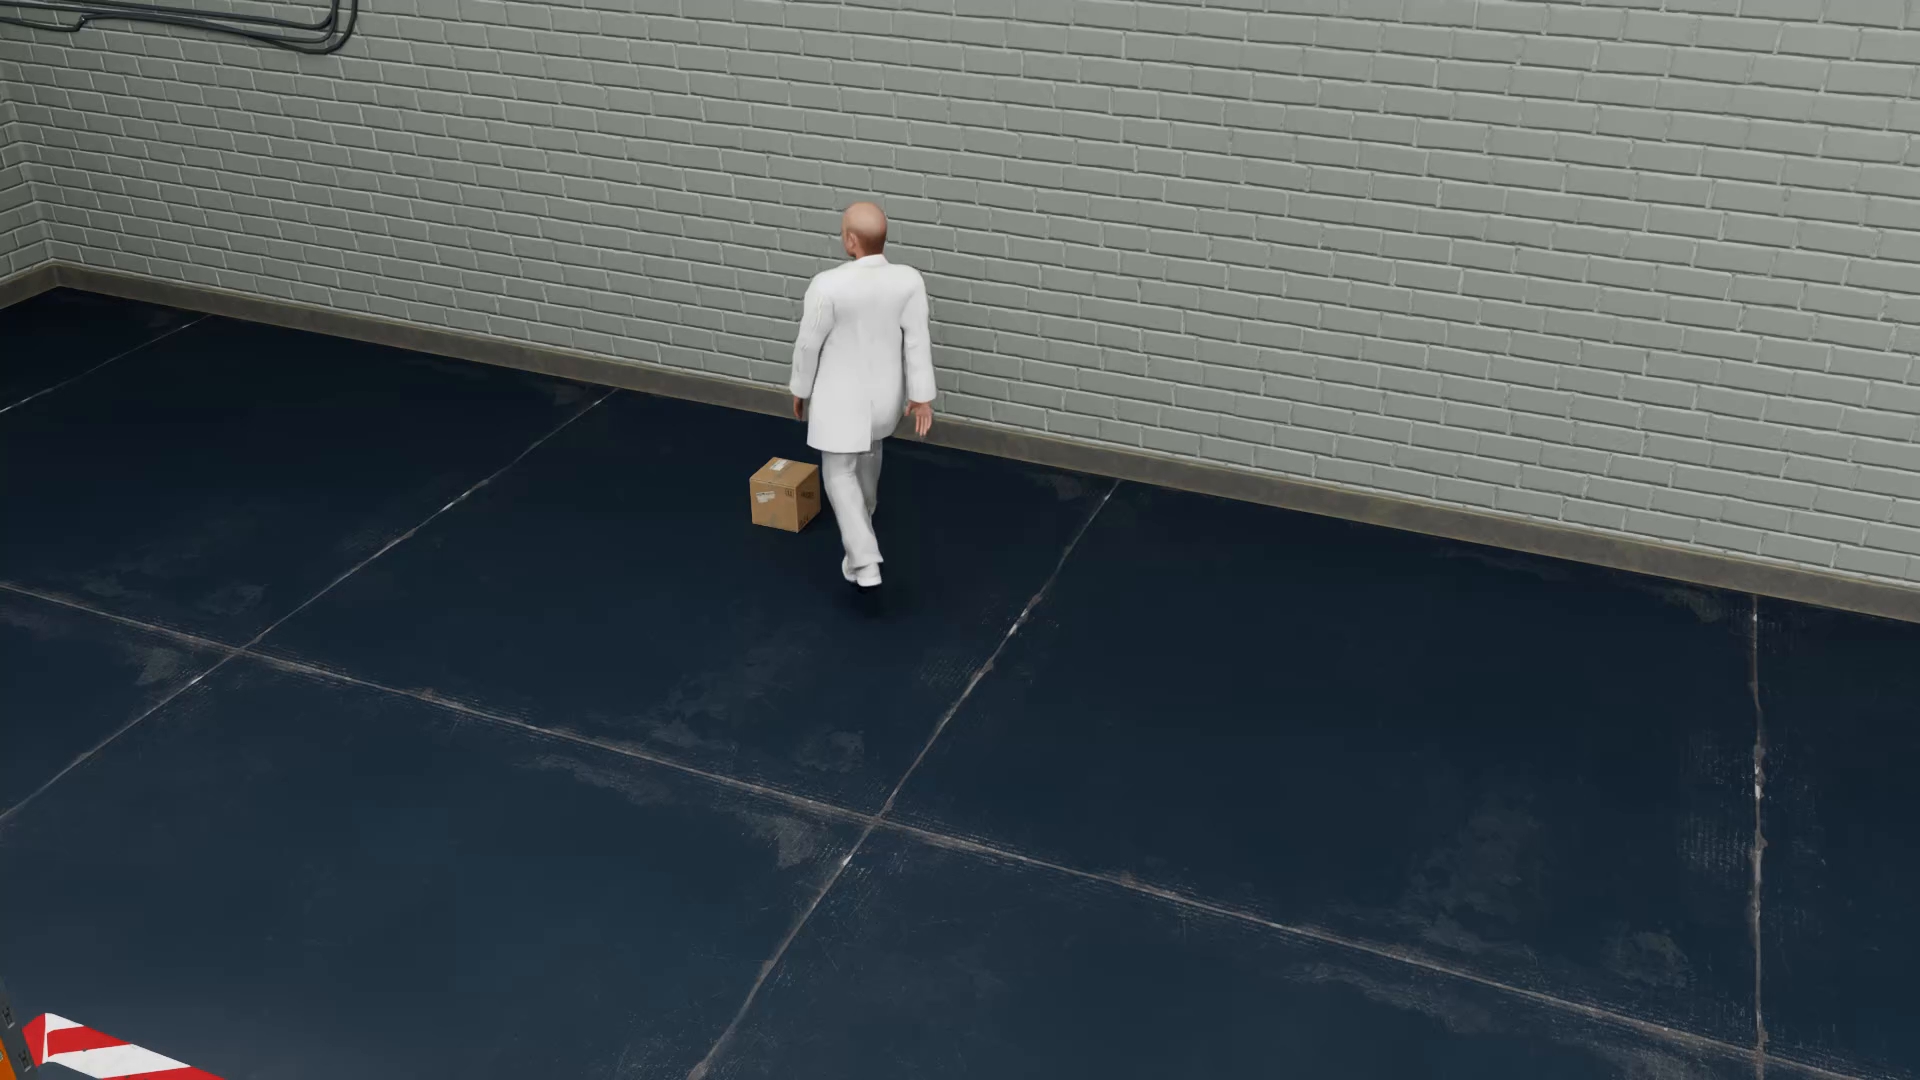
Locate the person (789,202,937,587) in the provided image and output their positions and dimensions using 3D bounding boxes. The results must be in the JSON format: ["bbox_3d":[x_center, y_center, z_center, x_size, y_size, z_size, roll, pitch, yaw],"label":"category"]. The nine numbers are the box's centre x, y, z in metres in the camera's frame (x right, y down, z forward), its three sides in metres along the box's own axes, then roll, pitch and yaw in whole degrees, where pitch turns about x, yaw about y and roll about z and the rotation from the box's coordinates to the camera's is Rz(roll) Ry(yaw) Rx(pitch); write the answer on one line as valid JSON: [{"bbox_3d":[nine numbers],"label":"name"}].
[{"bbox_3d":[-0.468,-0.701,7.438,0.613,1.720,1.120,-13,32,-22],"label":"person"}]
